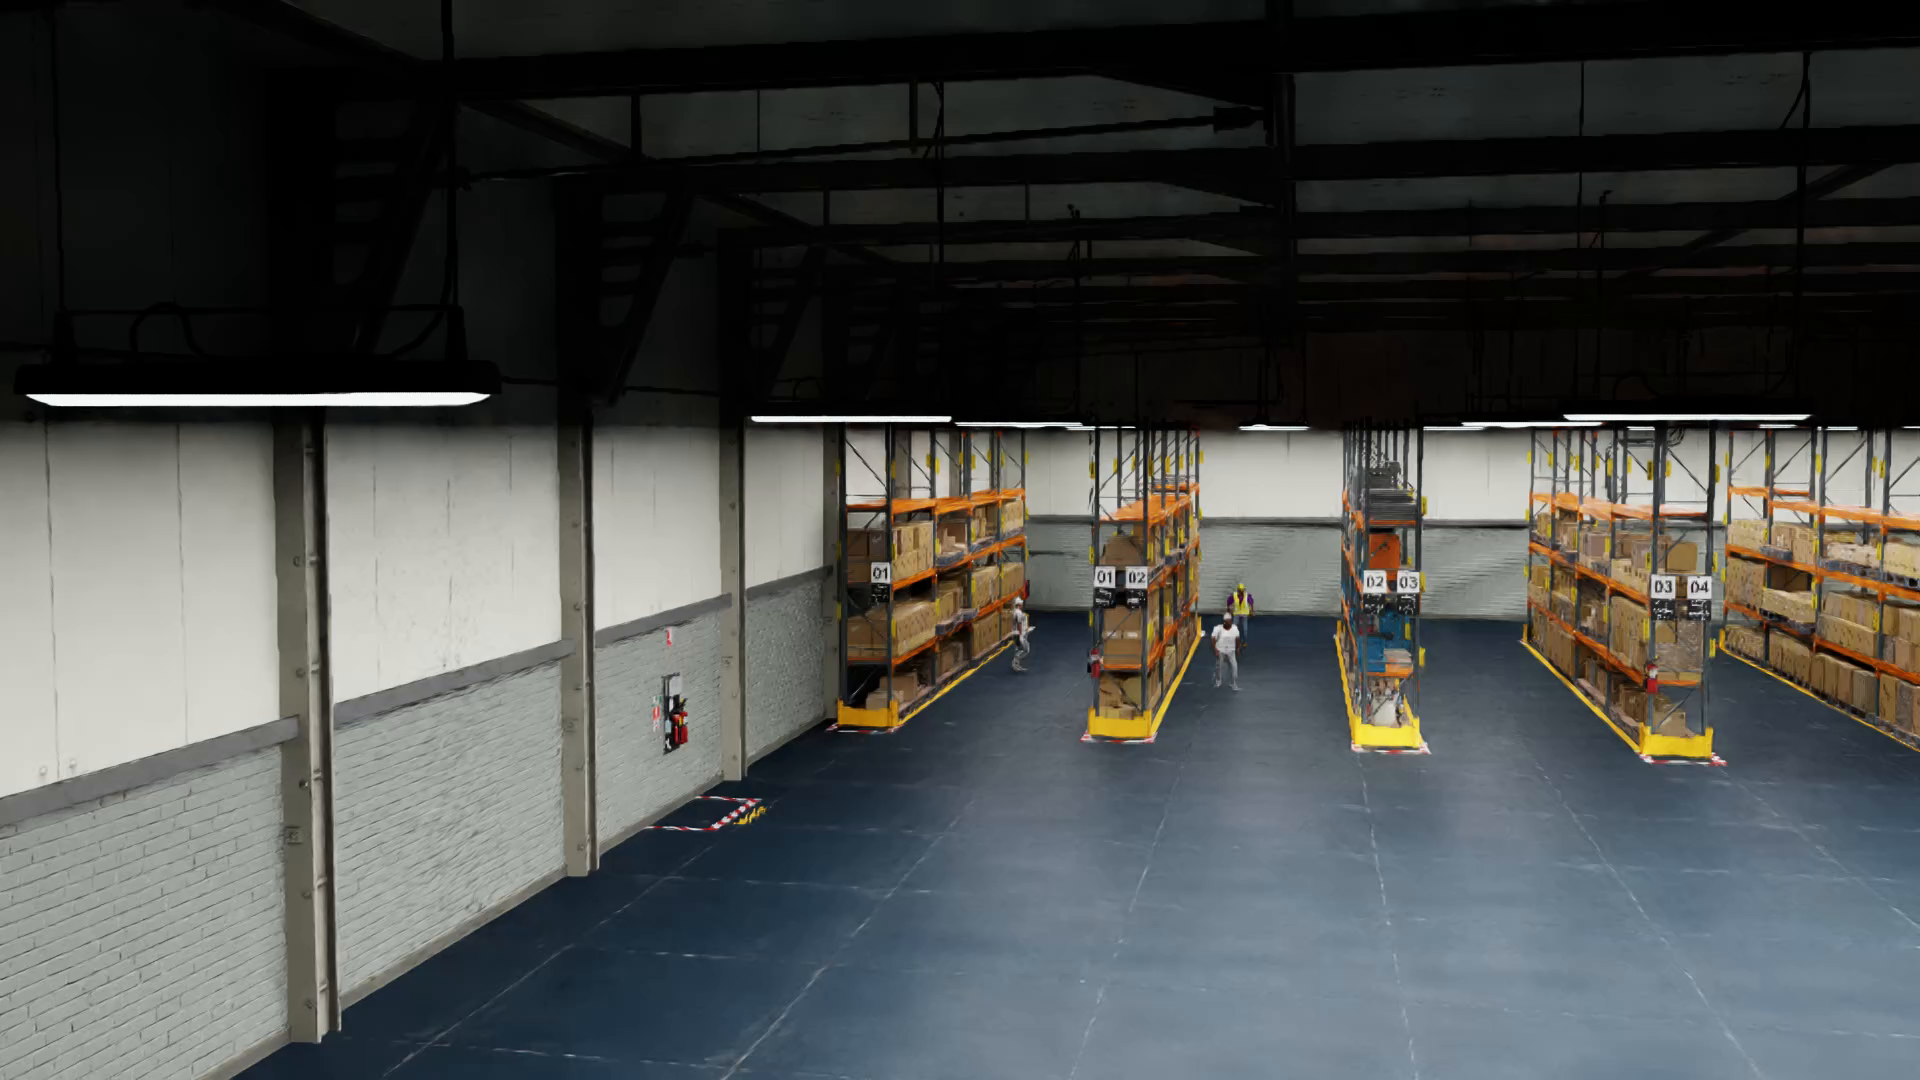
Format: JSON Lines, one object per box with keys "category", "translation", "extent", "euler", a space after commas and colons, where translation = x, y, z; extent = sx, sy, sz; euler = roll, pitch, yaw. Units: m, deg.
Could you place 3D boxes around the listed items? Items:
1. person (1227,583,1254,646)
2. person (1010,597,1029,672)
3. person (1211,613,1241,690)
{"category": "person", "translation": [7.480, 1.996, 44.387], "extent": [0.719, 1.714, 0.578], "euler": [1, 4, 9]}
{"category": "person", "translation": [1.397, 2.256, 39.686], "extent": [0.444, 1.781, 0.604], "euler": [-1, 4, -12]}
{"category": "person", "translation": [5.916, 2.462, 37.004], "extent": [0.701, 1.723, 0.756], "euler": [0, 4, -2]}
